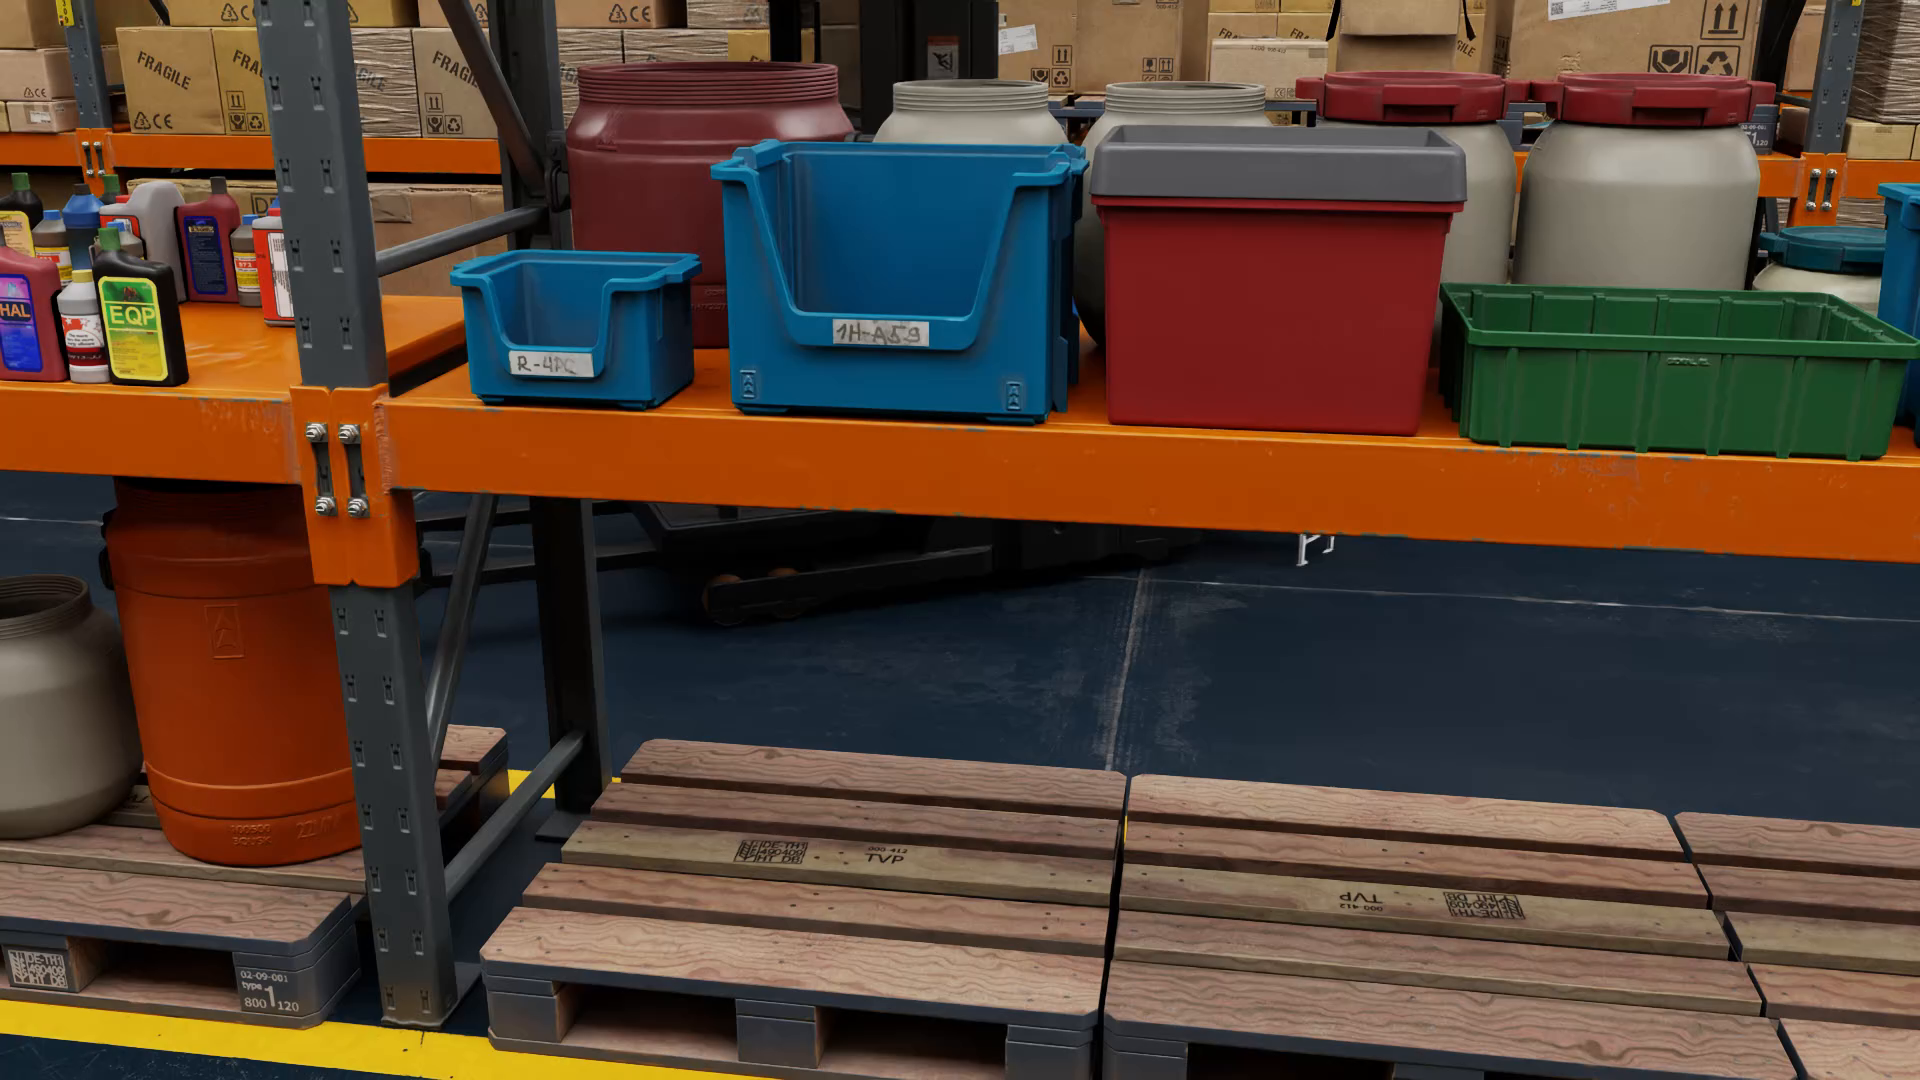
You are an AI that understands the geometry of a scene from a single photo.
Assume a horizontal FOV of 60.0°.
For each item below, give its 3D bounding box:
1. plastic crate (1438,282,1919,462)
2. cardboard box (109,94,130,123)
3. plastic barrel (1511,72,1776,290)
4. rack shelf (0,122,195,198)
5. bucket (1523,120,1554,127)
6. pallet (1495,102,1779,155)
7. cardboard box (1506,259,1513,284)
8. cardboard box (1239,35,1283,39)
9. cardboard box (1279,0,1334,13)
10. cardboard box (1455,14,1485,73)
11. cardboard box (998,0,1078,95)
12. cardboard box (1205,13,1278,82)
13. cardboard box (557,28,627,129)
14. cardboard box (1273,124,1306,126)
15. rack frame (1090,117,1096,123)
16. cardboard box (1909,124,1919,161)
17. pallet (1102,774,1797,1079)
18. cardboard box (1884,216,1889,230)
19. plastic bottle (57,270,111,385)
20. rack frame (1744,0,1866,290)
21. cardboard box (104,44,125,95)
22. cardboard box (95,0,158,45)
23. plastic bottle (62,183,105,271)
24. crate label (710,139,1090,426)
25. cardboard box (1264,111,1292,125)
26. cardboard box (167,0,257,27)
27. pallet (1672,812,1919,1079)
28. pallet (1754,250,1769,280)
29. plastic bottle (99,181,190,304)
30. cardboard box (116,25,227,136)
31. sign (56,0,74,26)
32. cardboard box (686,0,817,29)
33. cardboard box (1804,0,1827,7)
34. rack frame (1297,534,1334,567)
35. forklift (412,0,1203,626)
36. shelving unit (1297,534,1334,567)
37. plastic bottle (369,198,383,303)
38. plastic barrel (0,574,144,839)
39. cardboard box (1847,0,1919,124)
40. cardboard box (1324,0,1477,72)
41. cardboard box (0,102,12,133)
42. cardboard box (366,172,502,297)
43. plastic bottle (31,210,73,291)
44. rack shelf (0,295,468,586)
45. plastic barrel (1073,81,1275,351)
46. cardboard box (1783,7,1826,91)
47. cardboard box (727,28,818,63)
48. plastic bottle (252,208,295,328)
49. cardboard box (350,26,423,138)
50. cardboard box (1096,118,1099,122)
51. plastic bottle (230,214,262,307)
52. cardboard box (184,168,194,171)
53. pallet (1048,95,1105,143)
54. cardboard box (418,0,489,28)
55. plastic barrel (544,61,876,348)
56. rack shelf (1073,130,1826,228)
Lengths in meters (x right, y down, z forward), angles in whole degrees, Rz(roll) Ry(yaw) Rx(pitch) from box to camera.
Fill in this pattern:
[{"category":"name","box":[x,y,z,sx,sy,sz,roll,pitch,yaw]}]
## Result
[{"category":"plastic crate","box":[1.157,-0.290,2.776,0.662,0.188,0.450,3,19,9]},{"category":"cardboard box","box":[-4.431,-2.346,8.982,0.250,0.149,0.380,3,19,9]},{"category":"plastic barrel","box":[1.287,-0.609,3.183,0.433,0.535,0.433,0,18,0]},{"category":"rack shelf","box":[-6.166,-2.105,9.001,4.000,0.370,1.077,3,19,9]},{"category":"bucket","box":[5.094,-3.376,14.428,0.620,0.611,0.726,-1,16,31]},{"category":"pallet","box":[2.975,-1.936,7.664,1.213,0.211,1.003,3,19,9]},{"category":"cardboard box","box":[2.636,-1.034,7.911,0.500,0.500,0.700,3,19,8]},{"category":"cardboard box","box":[1.447,-2.280,7.941,0.258,0.266,0.396,2,19,7]},{"category":"cardboard box","box":[2.597,-4.113,12.135,0.500,0.500,0.700,3,19,8]},{"category":"cardboard box","box":[3.537,-3.507,11.900,0.500,0.500,0.500,3,19,8]},{"category":"cardboard box","box":[0.297,-2.376,7.858,0.500,0.500,0.500,1,19,2]},{"category":"cardboard box","box":[2.045,-3.583,12.127,0.500,0.500,0.500,3,19,9]},{"category":"cardboard box","box":[-1.773,-2.191,7.966,0.500,0.500,0.500,2,19,7]},{"category":"cardboard box","box":[3.364,-4.096,17.296,0.625,0.372,0.950,4,19,10]},{"category":"rack frame","box":[1.330,-5.249,17.263,0.127,3.000,1.000,3,19,9]},{"category":"cardboard box","box":[4.116,-1.702,7.059,0.250,0.149,0.380,3,19,9]},{"category":"pallet","box":[0.932,0.843,3.451,1.213,0.211,1.003,3,19,9]},{"category":"cardboard box","box":[6.994,-2.539,11.851,0.875,0.875,0.875,3,19,8]},{"category":"plastic bottle","box":[-1.606,-0.397,3.074,0.097,0.201,0.097,0,18,0]},{"category":"rack frame","box":[3.707,-1.943,7.383,0.127,3.000,1.000,3,19,9]},{"category":"cardboard box","box":[-4.614,-2.521,8.879,0.500,0.250,0.500,3,19,8]},{"category":"cardboard box","box":[-4.624,-2.875,8.755,0.500,0.500,0.500,3,19,9]},{"category":"plastic bottle","box":[-1.981,-0.673,3.791,0.097,0.271,0.097,0,18,0]},{"category":"crate label","box":[-0.090,-0.475,2.938,0.616,0.435,0.502,3,19,9]},{"category":"cardboard box","box":[4.038,-5.777,21.923,0.625,0.625,0.875,2,19,6]},{"category":"cardboard box","box":[-3.560,-2.839,8.323,0.637,0.503,0.797,2,19,7]},{"category":"pallet","box":[2.140,0.904,3.269,1.213,0.211,1.003,3,19,9]},{"category":"pallet","box":[5.332,-2.107,12.266,1.213,0.211,1.003,3,19,9]},{"category":"plastic bottle","box":[-1.861,-0.680,3.804,0.135,0.276,0.152,3,19,9]},{"category":"cardboard box","box":[-3.777,-2.292,8.267,0.500,0.500,0.500,3,19,9]},{"category":"sign","box":[-4.278,-2.620,7.916,0.005,0.325,0.100,3,19,9]},{"category":"cardboard box","box":[-0.962,-2.709,7.934,0.637,0.503,0.797,4,19,11]},{"category":"cardboard box","box":[6.025,-3.984,11.545,0.550,0.550,0.875,3,19,9]},{"category":"rack frame","box":[1.305,-0.503,5.915,0.015,1.200,0.240,15,24,38]},{"category":"forklift","box":[-0.680,-1.297,5.560,3.031,2.935,1.130,-7,20,-20]},{"category":"shelving unit","box":[1.118,-0.553,6.064,0.503,1.200,0.258,15,24,38]},{"category":"plastic bottle","box":[-1.404,-0.657,3.734,0.135,0.276,0.152,3,19,9]},{"category":"plastic barrel","box":[-2.085,0.368,3.734,0.421,0.512,0.421,0,18,0]},{"category":"cardboard box","box":[4.142,-2.089,7.194,0.500,0.500,0.875,3,19,9]},{"category":"cardboard box","box":[1.981,-2.249,7.474,0.637,0.503,0.797,5,19,14]},{"category":"cardboard box","box":[-4.799,-2.152,8.404,0.250,0.149,0.380,3,19,10]},{"category":"cardboard box","box":[-2.674,-1.466,8.645,0.875,0.875,1.225,2,19,7]},{"category":"plastic bottle","box":[-2.103,-0.666,3.879,0.097,0.201,0.097,0,18,0]},{"category":"rack shelf","box":[-3.003,-0.352,3.762,4.000,0.370,1.077,3,19,9]},{"category":"plastic barrel","box":[0.438,-0.640,3.311,0.421,0.512,0.421,0,18,0]},{"category":"cardboard box","box":[6.021,-3.463,11.691,0.550,0.550,0.875,3,19,9]},{"category":"cardboard box","box":[-0.769,-2.139,7.811,0.500,0.500,0.500,4,19,10]},{"category":"plastic bottle","box":[-1.428,-0.609,3.592,0.135,0.276,0.152,3,19,9]},{"category":"cardboard box","box":[-2.787,-2.241,8.116,0.500,0.500,0.500,2,19,7]},{"category":"cardboard box","box":[1.662,-5.772,22.104,0.500,0.500,0.500,3,19,10]},{"category":"plastic bottle","box":[-1.610,-0.641,3.804,0.097,0.201,0.097,0,18,0]},{"category":"cardboard box","box":[-6.271,-3.063,13.624,0.250,0.149,0.380,3,19,9]},{"category":"pallet","box":[0.478,-2.051,8.007,1.003,0.211,1.213,3,19,9]},{"category":"cardboard box","box":[-2.268,-2.775,8.130,0.637,0.503,0.797,4,19,10]},{"category":"plastic barrel","box":[-0.522,-0.729,3.539,0.708,0.536,0.600,3,19,9]},{"category":"rack shelf","box":[1.732,-1.702,7.798,4.000,0.370,1.077,3,19,9]}]
